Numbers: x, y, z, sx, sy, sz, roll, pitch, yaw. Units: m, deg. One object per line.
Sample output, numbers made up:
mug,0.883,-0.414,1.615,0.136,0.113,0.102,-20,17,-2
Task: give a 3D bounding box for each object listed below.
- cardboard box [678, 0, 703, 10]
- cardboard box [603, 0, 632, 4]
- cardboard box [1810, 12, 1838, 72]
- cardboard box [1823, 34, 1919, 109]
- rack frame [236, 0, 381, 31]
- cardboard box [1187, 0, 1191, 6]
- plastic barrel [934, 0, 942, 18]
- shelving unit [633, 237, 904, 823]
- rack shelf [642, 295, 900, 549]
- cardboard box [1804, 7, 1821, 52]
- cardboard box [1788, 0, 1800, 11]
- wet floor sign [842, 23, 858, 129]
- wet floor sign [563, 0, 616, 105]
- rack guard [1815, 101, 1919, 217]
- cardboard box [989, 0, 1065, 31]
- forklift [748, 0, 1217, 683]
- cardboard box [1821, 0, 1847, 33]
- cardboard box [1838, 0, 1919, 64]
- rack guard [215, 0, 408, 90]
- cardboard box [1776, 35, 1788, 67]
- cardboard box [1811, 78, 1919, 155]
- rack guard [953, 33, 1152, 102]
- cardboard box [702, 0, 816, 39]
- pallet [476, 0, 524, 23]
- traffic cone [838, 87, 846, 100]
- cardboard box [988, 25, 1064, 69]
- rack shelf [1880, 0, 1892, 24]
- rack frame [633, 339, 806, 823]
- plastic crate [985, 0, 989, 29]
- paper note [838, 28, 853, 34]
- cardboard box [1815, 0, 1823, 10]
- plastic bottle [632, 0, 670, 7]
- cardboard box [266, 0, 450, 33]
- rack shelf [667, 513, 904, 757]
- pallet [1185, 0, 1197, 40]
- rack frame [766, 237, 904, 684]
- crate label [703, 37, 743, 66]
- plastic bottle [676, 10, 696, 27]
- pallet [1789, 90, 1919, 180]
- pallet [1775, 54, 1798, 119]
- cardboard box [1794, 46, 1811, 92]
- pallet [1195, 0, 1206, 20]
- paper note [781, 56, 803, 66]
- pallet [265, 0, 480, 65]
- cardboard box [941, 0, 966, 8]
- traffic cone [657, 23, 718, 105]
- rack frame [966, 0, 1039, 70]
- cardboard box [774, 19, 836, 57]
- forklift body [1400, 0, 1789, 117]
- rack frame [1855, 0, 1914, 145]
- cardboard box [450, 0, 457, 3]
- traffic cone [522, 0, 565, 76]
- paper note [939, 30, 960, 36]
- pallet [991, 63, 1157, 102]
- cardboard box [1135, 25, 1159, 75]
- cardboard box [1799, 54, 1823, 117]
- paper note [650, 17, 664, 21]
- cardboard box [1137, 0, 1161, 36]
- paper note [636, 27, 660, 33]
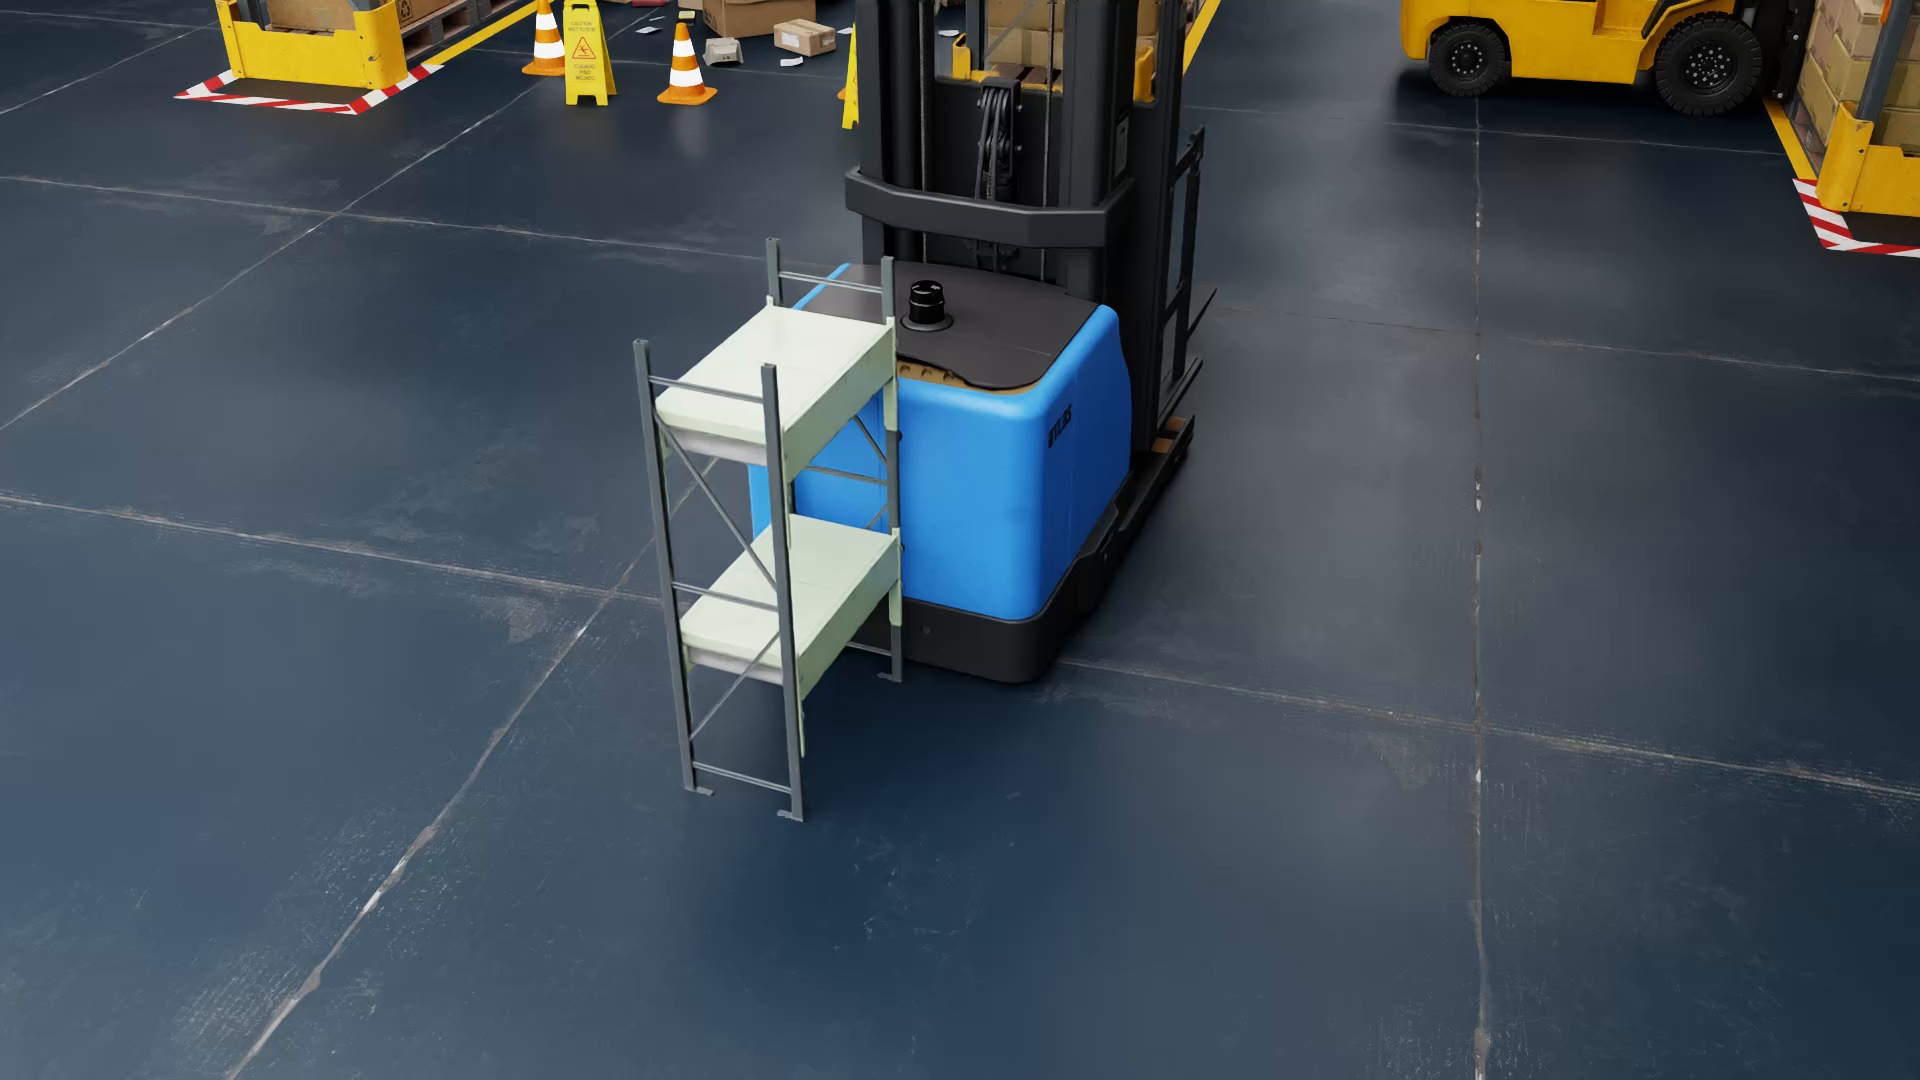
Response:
cardboard box,-1.919,-4.168,12.560,0.396,0.266,0.258,14,35,21
cardboard box,-2.666,-4.466,12.807,0.500,0.500,0.500,14,35,21
cardboard box,5.295,-2.876,9.683,0.500,0.250,0.500,8,33,12
cardboard box,5.157,-2.617,9.276,0.500,0.250,0.500,8,33,12
rack frame,-4.279,-4.389,10.358,1.000,3.000,0.127,8,33,12
cardboard box,1.400,-3.976,11.880,0.500,0.250,0.500,9,33,13
plastic barrel,-0.406,-3.959,12.082,0.421,0.421,0.512,-21,38,-29
shelving unit,-0.511,-0.021,4.885,0.431,1.500,0.755,12,34,18
rack shelf,-0.511,-0.350,4.675,0.431,0.370,0.720,12,34,18
cardboard box,5.406,-3.146,10.109,0.500,0.250,0.500,7,33,11
cardboard box,5.536,-3.406,10.517,0.500,0.250,0.500,8,33,12
wet floor sign,-0.549,-2.821,10.087,0.267,0.644,0.232,20,38,29
wet floor sign,-2.372,-3.111,10.542,0.267,0.644,0.232,3,33,4
rack guard,5.330,-2.027,8.972,1.175,0.500,0.348,8,33,12
cardboard box,0.485,-3.552,10.515,0.500,0.500,0.500,8,33,13
forklift,0.311,-1.553,5.961,1.130,2.935,3.031,12,34,18
cardboard box,5.275,-3.080,9.538,0.500,0.250,0.500,9,33,13
cardboard box,5.152,-2.814,9.120,0.500,0.250,0.500,9,34,14
rack guard,-4.286,-3.322,11.009,1.175,0.500,0.348,8,33,12
cardboard box,5.531,-3.185,10.636,0.500,0.250,0.500,9,34,14
cardboard box,5.150,-2.398,9.397,0.500,0.250,0.500,8,33,13
rack guard,0.553,-2.752,10.114,1.175,0.500,0.348,8,33,12
cardboard box,-1.469,-3.970,12.027,0.797,0.503,0.637,-14,35,-21
pallet,-3.841,-4.269,12.769,1.003,0.211,1.213,8,33,12
traffic cone,-0.604,-3.096,10.689,0.336,0.463,0.334,8,33,12
cardboard box,0.485,-3.253,10.743,0.500,0.250,0.500,8,33,12
rack shelf,5.844,-3.828,10.146,1.077,0.370,4.000,8,33,12
rack frame,-0.647,0.161,4.598,0.400,1.500,0.023,12,34,18
plastic crate,0.358,-3.908,12.323,0.402,0.080,0.583,-3,33,-4
paper note,-0.791,-3.692,12.040,0.148,0.019,0.142,20,38,29
cardboard box,5.394,-3.343,9.952,0.500,0.250,0.500,8,33,13
plastic bottle,-2.345,-4.097,12.637,0.283,0.061,0.133,-3,33,-4
cardboard box,-4.171,-4.031,11.384,0.875,0.875,0.875,8,33,13
rack shelf,-0.511,0.254,5.060,0.431,0.370,0.720,12,34,18
pallet,1.105,-3.678,11.839,1.003,0.211,1.213,8,33,12
rack frame,-0.374,-0.203,5.171,0.400,1.500,0.023,12,34,18
crate label,-1.625,-3.350,11.391,0.250,0.136,0.298,-8,33,-13
plastic bottle,-2.013,-3.848,12.245,0.133,0.061,0.283,-3,33,-4
pallet,5.490,-2.320,9.702,1.003,0.211,1.213,8,33,12
pallet,5.802,-2.951,10.695,1.003,0.211,1.213,8,33,12
cardboard box,5.421,-2.913,10.207,0.500,0.250,0.500,8,33,13
pallet,1.413,-4.313,12.838,1.003,0.211,1.213,8,33,12
paper note,-1.151,-3.276,11.375,0.148,0.019,0.142,-3,33,-4
pallet,-4.152,-3.638,11.776,1.003,0.211,1.213,8,33,12
cardboard box,-0.039,-4.419,12.733,0.500,0.500,0.500,-21,38,-29
traffic cone,-1.764,-3.071,10.649,0.336,0.463,0.334,8,33,12
rack frame,0.534,-3.768,9.381,1.000,3.000,0.127,8,33,12
cardboard box,-1.087,-3.520,11.648,0.380,0.149,0.250,28,42,36
forklift body,4.053,-3.968,10.487,2.313,2.155,1.214,8,33,12
rack frame,5.336,-3.094,8.321,1.000,3.000,0.127,8,33,12
cardboard box,-3.950,-4.488,12.102,0.875,0.875,0.875,8,33,12
traffic cone,-2.771,-3.401,11.168,0.336,0.463,0.334,8,33,12
paper note,-0.079,-3.661,11.980,0.142,0.019,0.148,-3,33,-4
pallet,0.794,-3.047,10.847,1.003,0.211,1.213,8,33,12
cardboard box,1.006,-3.166,10.605,0.500,0.250,0.500,8,33,12
cardboard box,5.285,-2.654,9.801,0.500,0.250,0.500,8,33,12
paper note,-2.245,-3.863,12.316,0.032,0.001,0.123,28,42,36
cardboard box,1.012,-3.494,10.423,0.500,0.500,0.500,7,33,11
paper note,-2.250,-3.697,12.038,0.144,0.017,0.142,20,38,29
